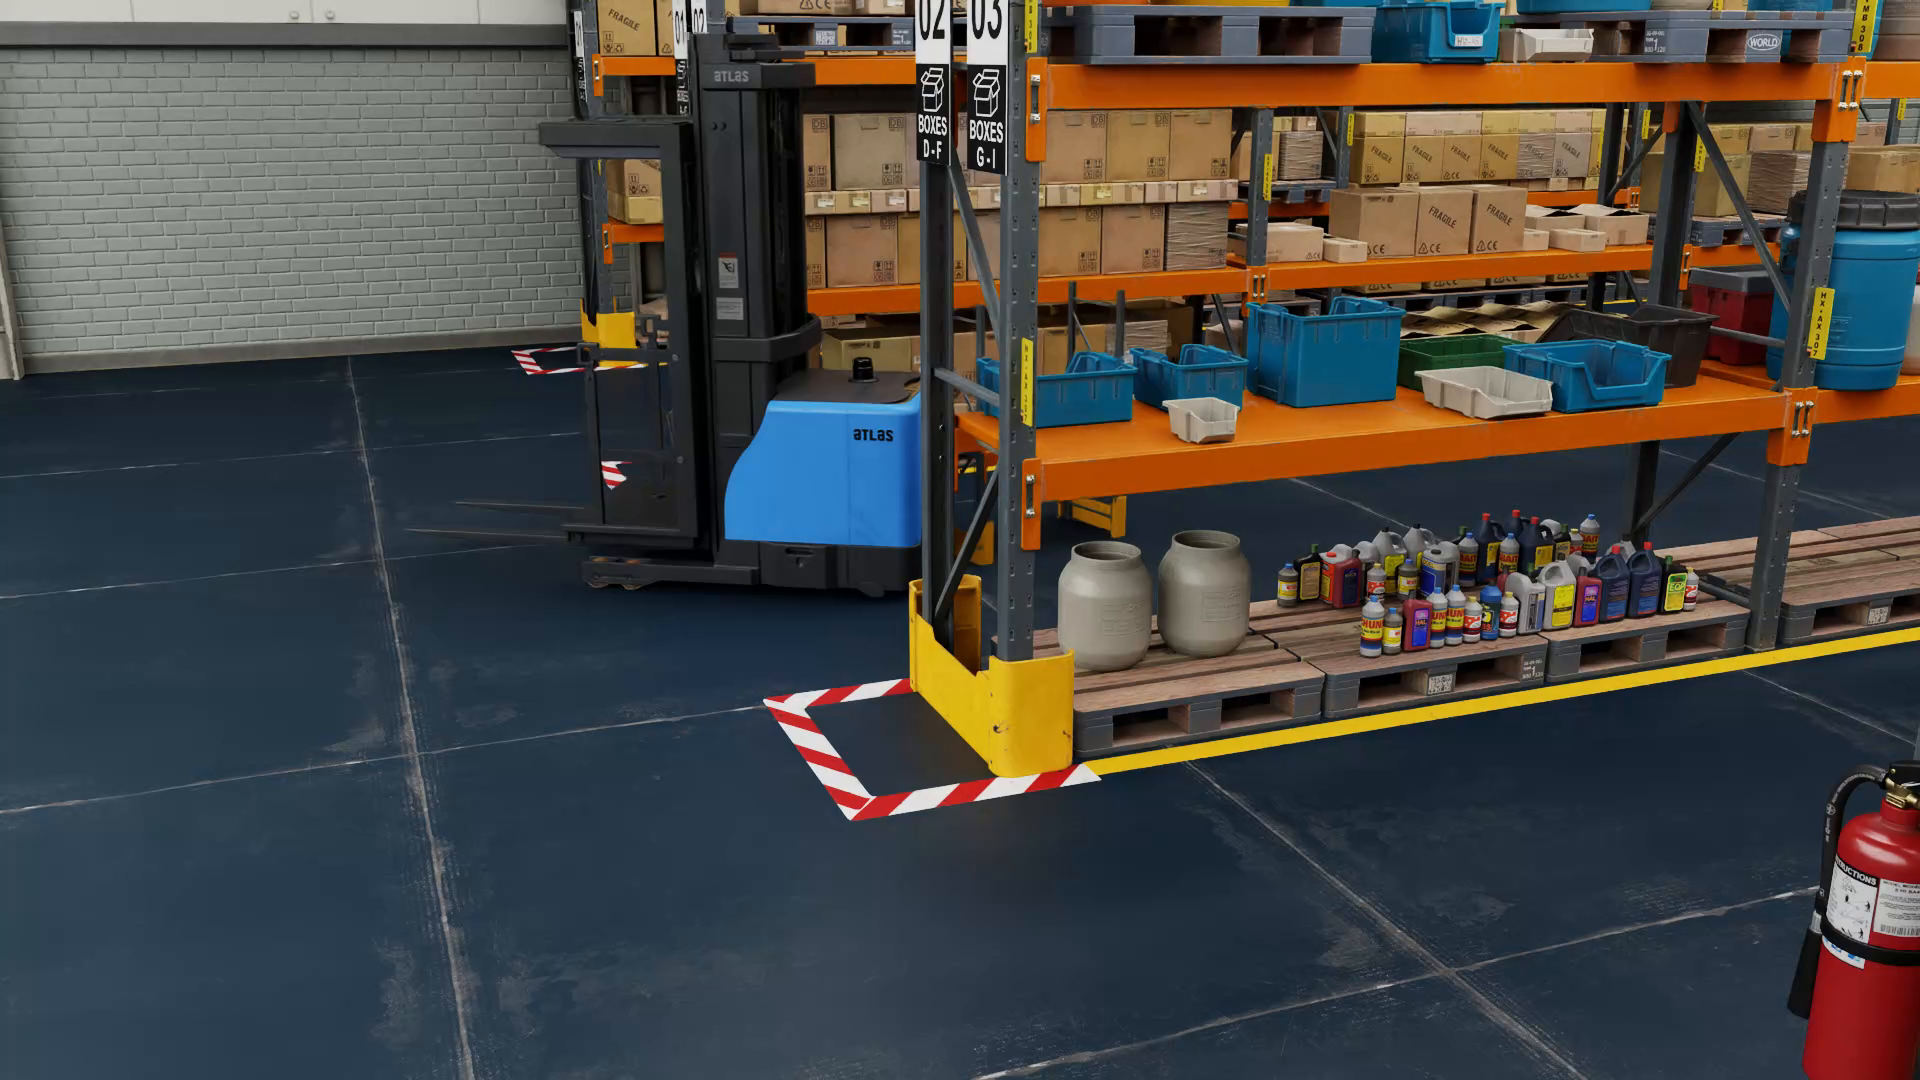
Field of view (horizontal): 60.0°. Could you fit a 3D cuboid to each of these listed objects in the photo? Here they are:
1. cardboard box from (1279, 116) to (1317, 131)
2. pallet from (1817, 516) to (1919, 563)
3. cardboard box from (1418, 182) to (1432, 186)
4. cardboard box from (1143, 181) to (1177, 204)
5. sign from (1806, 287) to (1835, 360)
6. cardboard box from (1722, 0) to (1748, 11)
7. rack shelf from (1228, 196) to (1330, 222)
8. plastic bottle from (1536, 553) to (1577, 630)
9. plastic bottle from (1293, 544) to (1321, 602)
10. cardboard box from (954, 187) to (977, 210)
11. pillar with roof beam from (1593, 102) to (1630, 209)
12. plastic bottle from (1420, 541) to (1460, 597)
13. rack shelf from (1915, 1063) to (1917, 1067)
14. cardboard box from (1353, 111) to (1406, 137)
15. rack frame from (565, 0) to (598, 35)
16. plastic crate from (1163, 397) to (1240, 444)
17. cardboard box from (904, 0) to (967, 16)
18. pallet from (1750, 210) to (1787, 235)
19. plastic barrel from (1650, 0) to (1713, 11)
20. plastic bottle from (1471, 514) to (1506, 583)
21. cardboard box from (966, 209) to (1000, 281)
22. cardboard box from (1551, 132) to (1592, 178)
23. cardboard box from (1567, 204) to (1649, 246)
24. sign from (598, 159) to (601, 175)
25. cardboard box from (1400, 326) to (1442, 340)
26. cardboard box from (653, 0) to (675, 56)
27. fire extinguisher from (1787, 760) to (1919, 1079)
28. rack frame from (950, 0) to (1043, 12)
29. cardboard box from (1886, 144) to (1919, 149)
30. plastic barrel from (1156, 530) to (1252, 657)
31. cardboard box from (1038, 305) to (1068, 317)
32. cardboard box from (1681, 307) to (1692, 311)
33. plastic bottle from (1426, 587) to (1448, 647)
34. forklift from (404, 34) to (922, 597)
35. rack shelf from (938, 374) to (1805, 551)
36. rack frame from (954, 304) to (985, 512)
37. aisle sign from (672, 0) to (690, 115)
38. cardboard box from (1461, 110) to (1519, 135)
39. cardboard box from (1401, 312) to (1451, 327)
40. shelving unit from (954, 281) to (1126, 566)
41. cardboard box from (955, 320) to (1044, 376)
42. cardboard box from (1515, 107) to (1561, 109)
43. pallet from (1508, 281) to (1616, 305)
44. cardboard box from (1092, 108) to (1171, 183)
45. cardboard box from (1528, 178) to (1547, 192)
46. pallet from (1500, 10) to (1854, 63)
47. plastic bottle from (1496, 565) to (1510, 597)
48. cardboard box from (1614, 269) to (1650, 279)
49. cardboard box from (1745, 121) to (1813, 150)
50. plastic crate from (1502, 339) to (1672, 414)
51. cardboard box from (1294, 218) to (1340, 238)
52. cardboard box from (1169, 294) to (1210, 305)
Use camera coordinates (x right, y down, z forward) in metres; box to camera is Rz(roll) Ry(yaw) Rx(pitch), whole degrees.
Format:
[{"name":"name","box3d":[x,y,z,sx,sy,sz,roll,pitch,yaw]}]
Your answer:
[{"name":"cardboard box","box3d":[3.676,-4.554,18.172,0.250,0.149,0.380,-9,18,-27]},{"name":"pallet","box3d":[5.658,0.108,9.355,1.213,0.211,1.003,-6,17,-20]},{"name":"cardboard box","box3d":[5.085,-3.973,18.714,0.250,0.149,0.380,-6,18,-21]},{"name":"cardboard box","box3d":[1.376,-2.544,12.108,0.250,0.149,0.380,-7,18,-22]},{"name":"sign","box3d":[3.984,-1.003,7.700,0.005,0.325,0.100,-6,17,-20]},{"name":"cardboard box","box3d":[6.159,-4.263,13.791,0.500,0.500,0.910,-6,17,-20]},{"name":"rack shelf","box3d":[2.120,-3.479,17.900,4.000,0.370,1.077,-6,17,-20]},{"name":"plastic bottle","box3d":[2.818,0.236,7.890,0.185,0.351,0.144,-6,17,-20]},{"name":"plastic bottle","box3d":[1.723,0.162,8.262,0.133,0.283,0.061,-6,17,-19]},{"name":"cardboard box","box3d":[-0.061,-2.389,11.581,0.250,0.149,0.380,-6,18,-21]},{"name":"pillar with roof beam","box3d":[9.607,-6.473,16.171,0.400,9.000,9.100,-6,17,-20]},{"name":"plastic bottle","box3d":[2.398,0.150,8.317,0.135,0.276,0.152,-6,17,-20]},{"name":"rack shelf","box3d":[3.702,0.834,3.212,4.000,0.370,1.077,-6,17,-20]},{"name":"cardboard box","box3d":[4.531,-4.567,18.255,0.500,0.250,0.500,-6,17,-19]},{"name":"rack frame","box3d":[-3.483,-6.098,14.893,0.127,3.000,1.000,-6,17,-20]},{"name":"plastic crate","box3d":[1.013,-0.492,6.918,0.250,0.136,0.298,-6,17,-20]},{"name":"cardboard box","box3d":[-0.058,-3.768,11.111,0.500,0.500,0.500,-6,17,-20]},{"name":"pallet","box3d":[7.578,-2.828,14.747,1.213,0.211,1.003,-6,17,-20]},{"name":"plastic barrel","box3d":[3.325,-2.719,7.766,0.421,0.512,0.421,0,16,0]},{"name":"plastic bottle","box3d":[2.719,0.035,8.576,0.185,0.351,0.144,-7,18,-22]},{"name":"cardboard box","box3d":[0.178,-2.165,11.970,0.500,0.500,0.700,-6,17,-18]},{"name":"cardboard box","box3d":[6.909,-4.463,19.231,0.500,0.500,0.500,-6,17,-20]},{"name":"cardboard box","box3d":[5.408,-2.655,13.975,0.500,0.311,0.500,-5,17,-17]},{"name":"sign","box3d":[-3.289,-3.492,15.130,0.005,0.325,0.100,-6,17,-20]},{"name":"cardboard box","box3d":[3.455,-1.549,13.188,0.500,0.311,0.500,-7,18,-22]},{"name":"cardboard box","box3d":[-2.567,-4.729,15.342,0.500,0.500,0.500,-5,17,-16]},{"name":"fire extinguisher","box3d":[1.563,0.618,2.809,0.183,0.674,0.296,-6,17,-20]},{"name":"rack frame","box3d":[0.062,-3.491,6.017,0.127,3.000,1.000,-6,17,-20]},{"name":"cardboard box","box3d":[8.976,-3.387,15.386,0.500,0.500,0.700,-14,21,-39]},{"name":"plastic barrel","box3d":[1.117,0.242,7.620,0.421,0.512,0.421,0,16,0]},{"name":"cardboard box","box3d":[0.549,-1.497,12.675,0.500,0.500,0.500,-6,17,-20]},{"name":"cardboard box","box3d":[6.291,-1.706,14.238,0.500,0.500,0.500,-5,17,-18]},{"name":"plastic bottle","box3d":[2.187,0.350,7.645,0.097,0.271,0.097,0,16,0]},{"name":"forklift","box3d":[-1.635,-1.275,9.237,3.031,2.935,1.130,3,17,9]},{"name":"rack shelf","box3d":[1.930,-0.469,7.650,4.000,0.370,1.077,-6,17,-20]},{"name":"rack frame","box3d":[-0.016,-0.641,9.620,0.032,1.500,0.500,-11,20,-33]},{"name":"aisle sign","box3d":[-1.873,-3.235,11.175,0.004,0.787,0.394,-6,17,-20]},{"name":"cardboard box","box3d":[5.945,-4.723,18.786,0.500,0.250,0.500,-7,18,-21]},{"name":"cardboard box","box3d":[3.725,-1.741,13.842,0.500,0.311,0.500,-6,18,-21]},{"name":"shelving unit","box3d":[0.409,-0.725,9.904,1.083,1.500,0.587,-11,20,-33]},{"name":"cardboard box","box3d":[0.275,-1.305,12.021,0.500,0.500,0.500,-6,17,-20]},{"name":"cardboard box","box3d":[6.714,-4.957,19.584,0.500,0.250,0.500,-6,17,-19]},{"name":"pallet","box3d":[7.029,-2.994,19.919,1.213,0.211,1.003,-6,17,-20]},{"name":"cardboard box","box3d":[1.145,-2.893,12.145,0.500,0.500,0.700,-6,17,-20]},{"name":"cardboard box","box3d":[6.545,-4.115,19.197,0.250,0.149,0.380,-6,17,-20]},{"name":"pallet","box3d":[3.158,-2.266,7.504,1.003,0.211,1.213,-6,17,-20]},{"name":"plastic bottle","box3d":[2.626,0.256,7.943,0.133,0.283,0.061,-6,17,-20]},{"name":"cardboard box","box3d":[8.458,-3.480,20.316,0.500,0.500,0.700,-6,17,-19]},{"name":"cardboard box","box3d":[10.310,-4.846,20.745,0.700,0.700,0.980,-6,18,-21]},{"name":"plastic crate","box3d":[2.861,-0.762,7.633,0.616,0.251,0.499,-6,17,-20]},{"name":"cardboard box","box3d":[2.784,-2.392,13.160,0.258,0.266,0.396,-7,18,-21]},{"name":"cardboard box","box3d":[2.357,-2.873,18.212,0.500,0.500,0.700,-6,17,-20]}]
